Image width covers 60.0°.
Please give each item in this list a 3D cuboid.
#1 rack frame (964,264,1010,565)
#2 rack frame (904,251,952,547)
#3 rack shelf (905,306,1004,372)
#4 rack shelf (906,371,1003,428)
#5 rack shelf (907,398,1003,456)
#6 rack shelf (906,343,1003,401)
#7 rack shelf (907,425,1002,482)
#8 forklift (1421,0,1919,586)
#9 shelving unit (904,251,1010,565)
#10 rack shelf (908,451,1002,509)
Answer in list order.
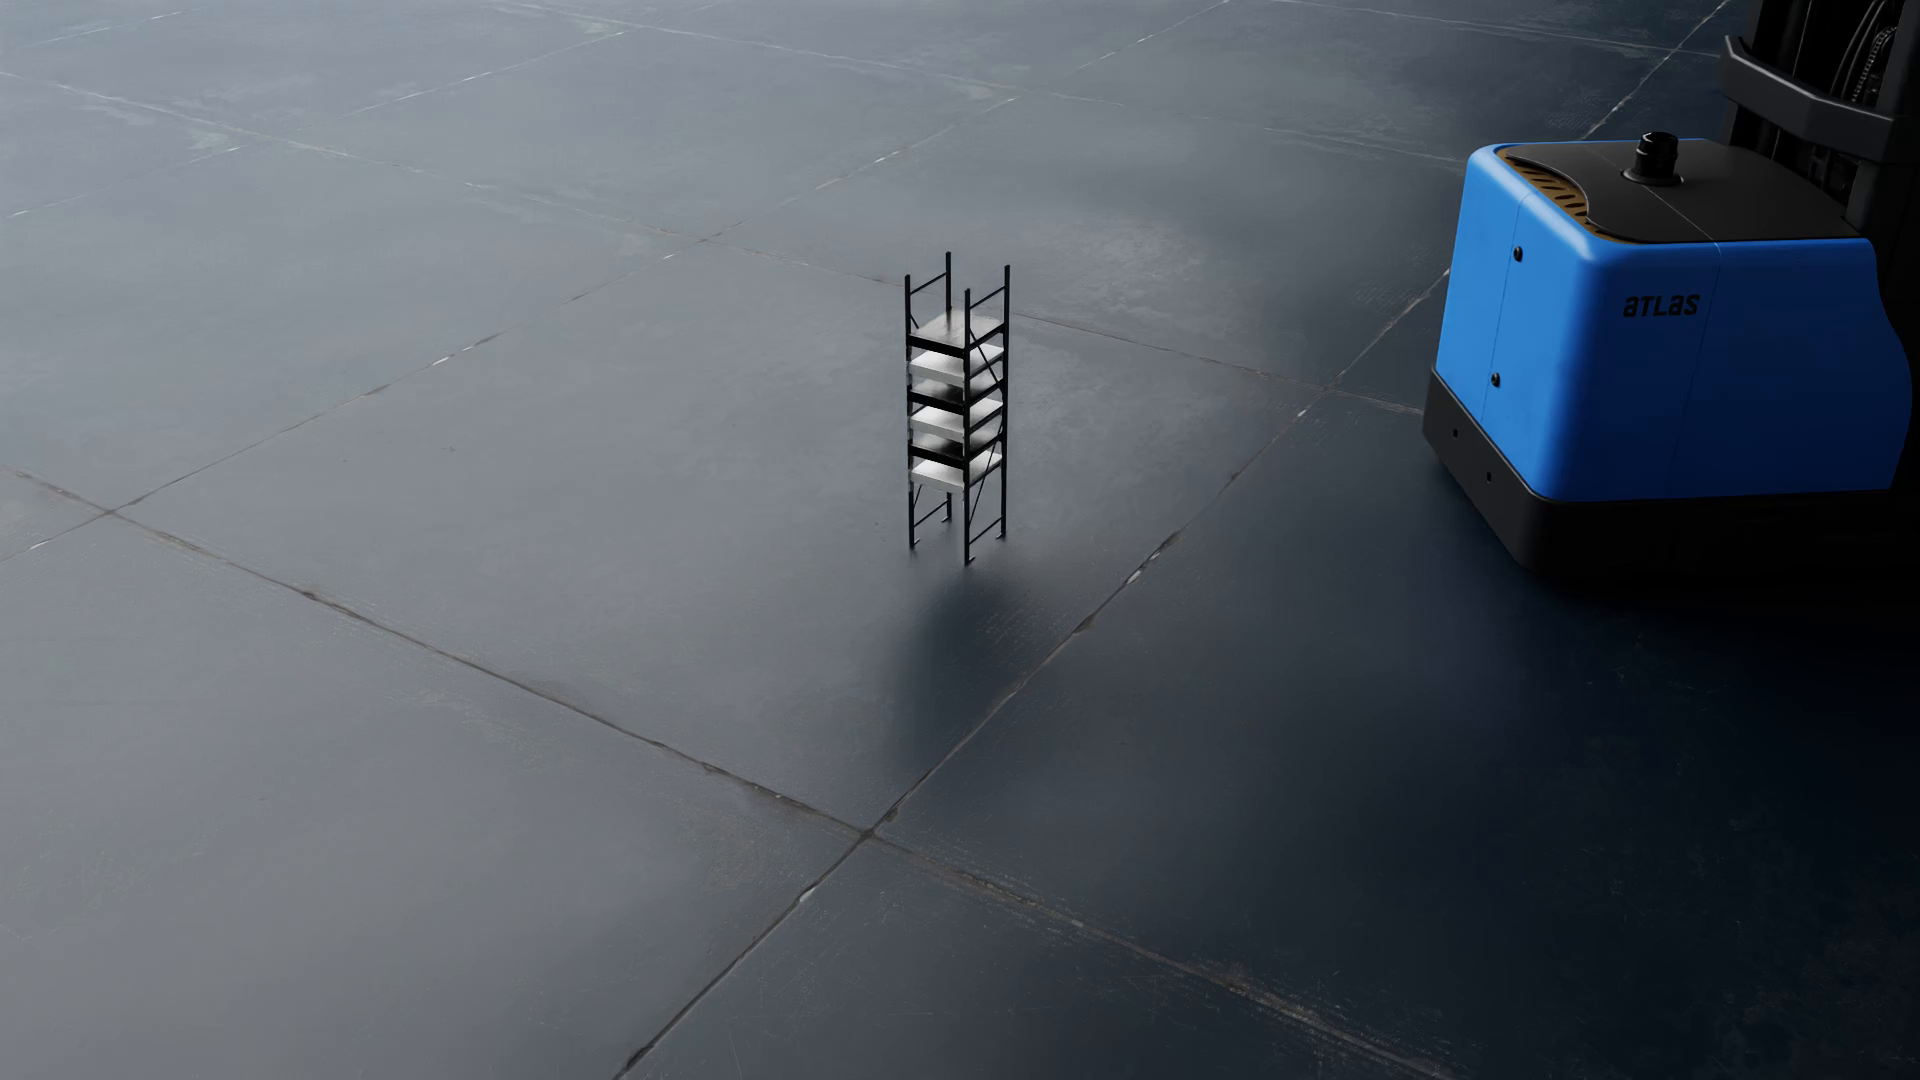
[{"bbox_3d":[0.079,-0.364,4.980,0.006,0.900,0.240,18,35,27],"label":"rack frame"},{"bbox_3d":[-0.093,-0.418,5.074,0.006,0.900,0.240,18,35,27],"label":"rack frame"},{"bbox_3d":[-0.007,-0.595,4.908,0.200,0.077,0.258,18,35,27],"label":"rack shelf"},{"bbox_3d":[-0.007,-0.440,4.998,0.200,0.077,0.258,18,35,27],"label":"rack shelf"},{"bbox_3d":[-0.007,-0.362,5.044,0.200,0.077,0.258,18,35,27],"label":"rack shelf"},{"bbox_3d":[-0.007,-0.518,4.953,0.200,0.077,0.258,18,35,27],"label":"rack shelf"},{"bbox_3d":[-0.007,-0.284,5.089,0.200,0.077,0.258,18,35,27],"label":"rack shelf"},{"bbox_3d":[3.140,-1.423,4.781,3.031,2.935,1.130,-3,30,-4],"label":"forklift"},{"bbox_3d":[-0.007,-0.391,5.027,0.210,0.900,0.258,18,35,27],"label":"shelving unit"},{"bbox_3d":[-0.007,-0.207,5.134,0.200,0.077,0.258,18,35,27],"label":"rack shelf"}]
